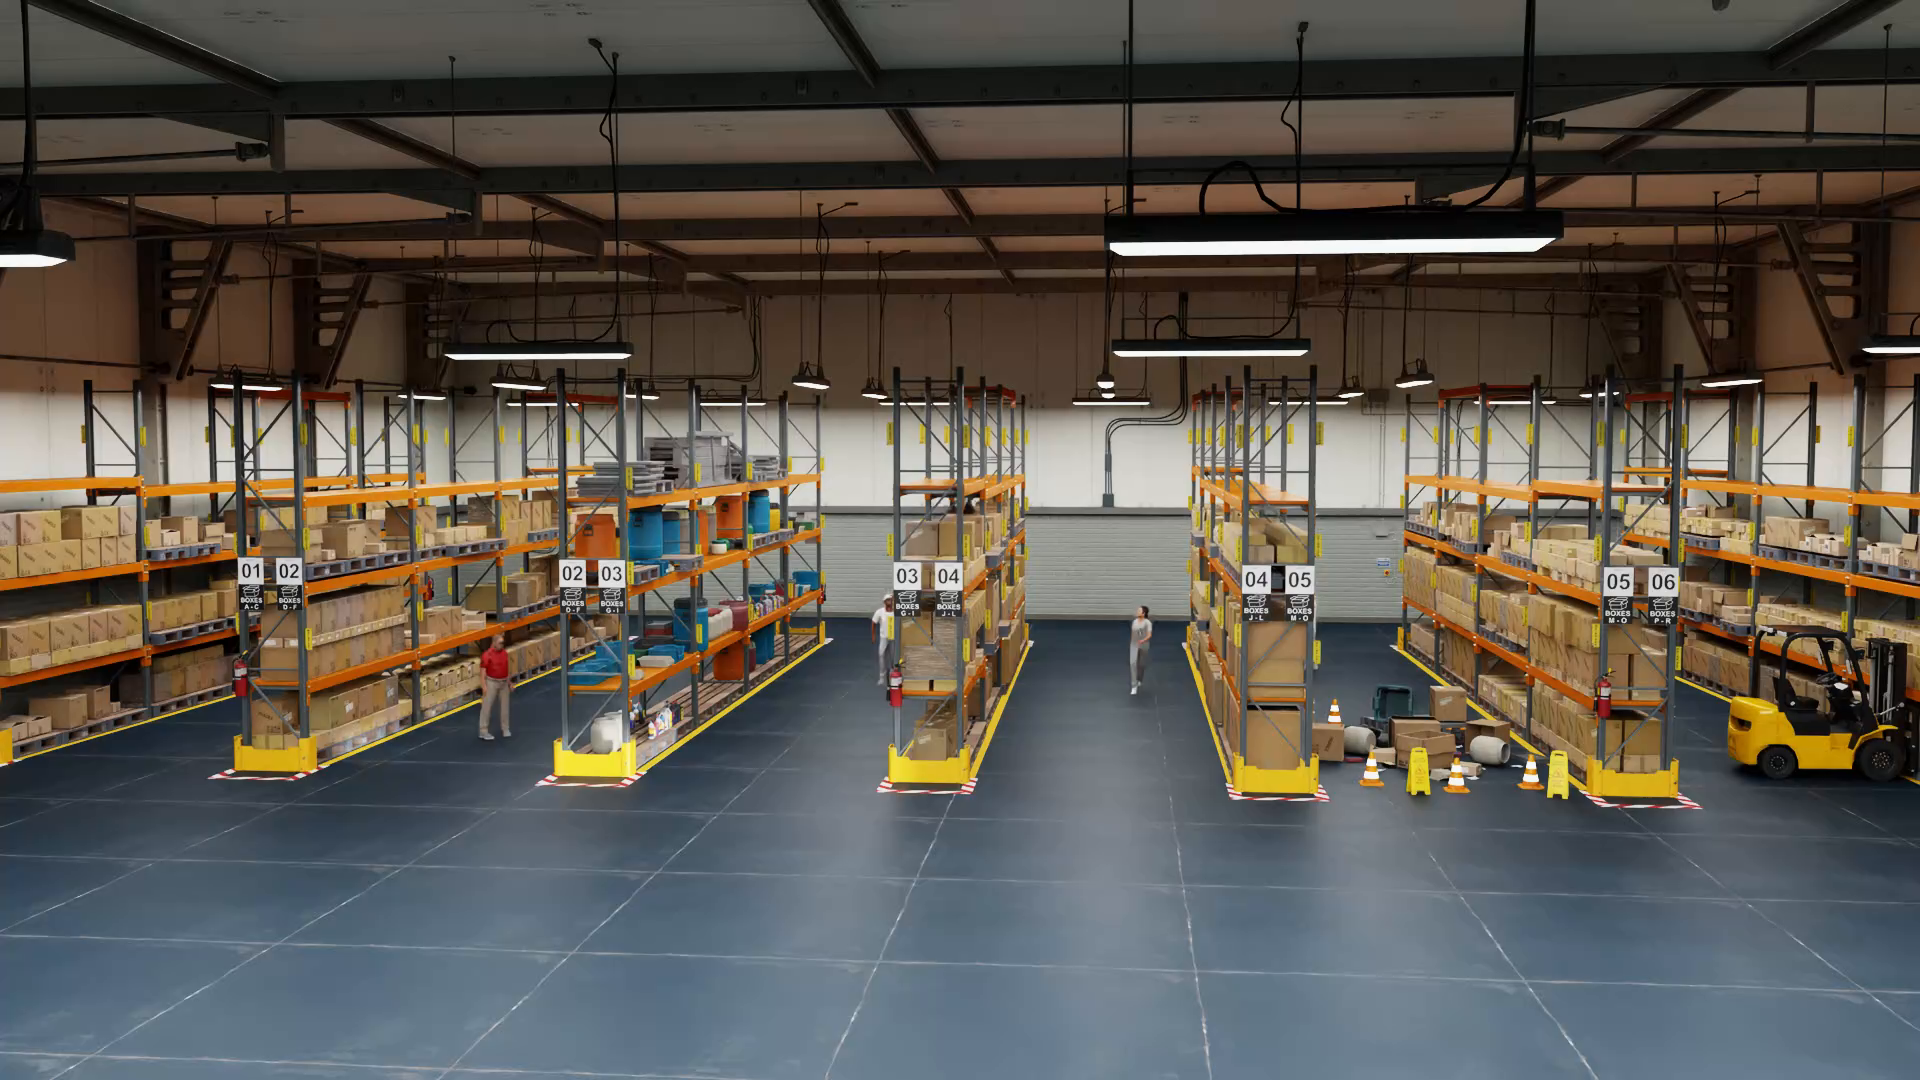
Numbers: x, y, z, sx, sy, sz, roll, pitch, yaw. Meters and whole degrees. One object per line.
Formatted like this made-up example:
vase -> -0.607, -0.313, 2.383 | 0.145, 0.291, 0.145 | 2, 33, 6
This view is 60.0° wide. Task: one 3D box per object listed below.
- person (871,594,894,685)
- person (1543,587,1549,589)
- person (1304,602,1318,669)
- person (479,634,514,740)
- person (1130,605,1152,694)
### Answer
person -> -1.407, 1.953, 33.011 | 0.746, 1.737, 1.003 | 0, 4, 7
person -> 14.094, 1.695, 39.910 | 0.806, 1.632, 0.484 | 0, 4, 4
person -> 7.363, 1.901, 35.722 | 0.673, 1.771, 0.626 | 1, 4, 15
person -> -7.699, 2.424, 27.668 | 0.389, 1.730, 0.613 | 3, 4, 36
person -> 3.470, 2.073, 31.881 | 0.416, 1.647, 0.982 | 0, 4, 6
